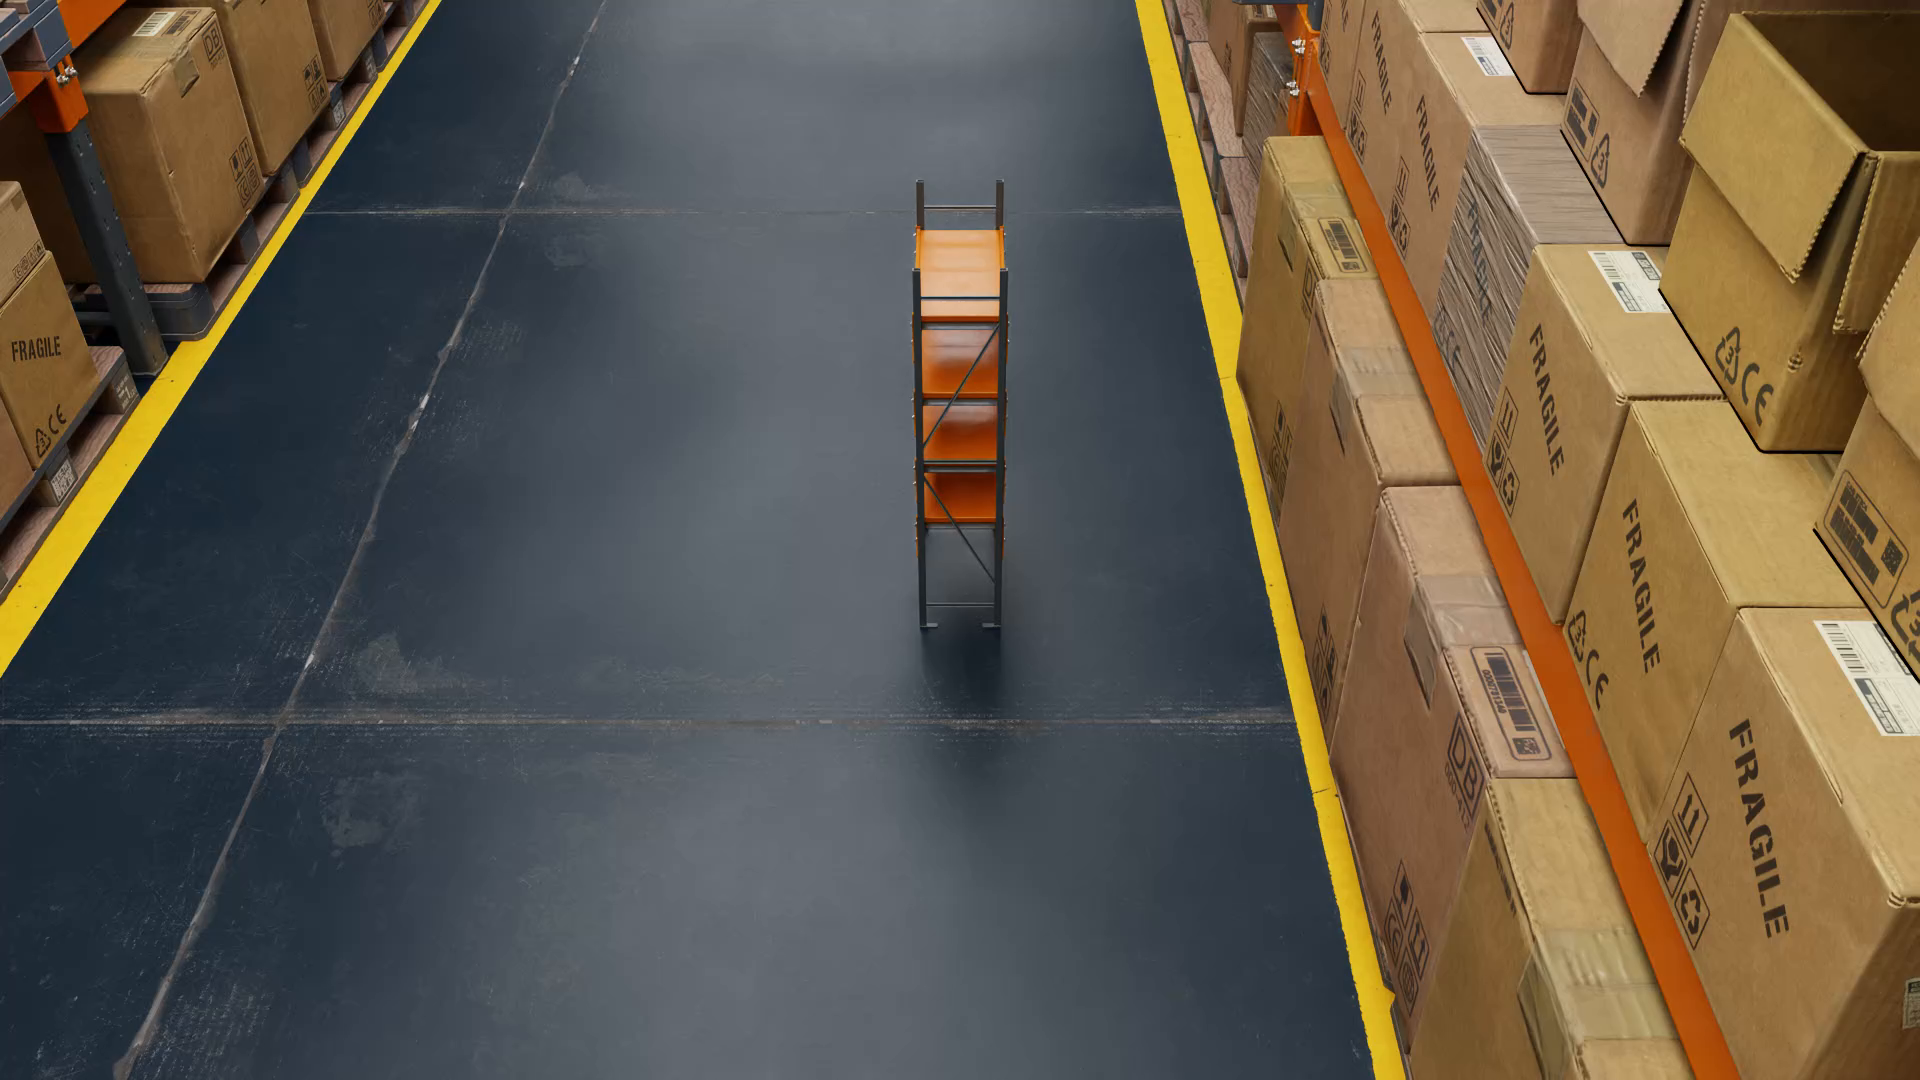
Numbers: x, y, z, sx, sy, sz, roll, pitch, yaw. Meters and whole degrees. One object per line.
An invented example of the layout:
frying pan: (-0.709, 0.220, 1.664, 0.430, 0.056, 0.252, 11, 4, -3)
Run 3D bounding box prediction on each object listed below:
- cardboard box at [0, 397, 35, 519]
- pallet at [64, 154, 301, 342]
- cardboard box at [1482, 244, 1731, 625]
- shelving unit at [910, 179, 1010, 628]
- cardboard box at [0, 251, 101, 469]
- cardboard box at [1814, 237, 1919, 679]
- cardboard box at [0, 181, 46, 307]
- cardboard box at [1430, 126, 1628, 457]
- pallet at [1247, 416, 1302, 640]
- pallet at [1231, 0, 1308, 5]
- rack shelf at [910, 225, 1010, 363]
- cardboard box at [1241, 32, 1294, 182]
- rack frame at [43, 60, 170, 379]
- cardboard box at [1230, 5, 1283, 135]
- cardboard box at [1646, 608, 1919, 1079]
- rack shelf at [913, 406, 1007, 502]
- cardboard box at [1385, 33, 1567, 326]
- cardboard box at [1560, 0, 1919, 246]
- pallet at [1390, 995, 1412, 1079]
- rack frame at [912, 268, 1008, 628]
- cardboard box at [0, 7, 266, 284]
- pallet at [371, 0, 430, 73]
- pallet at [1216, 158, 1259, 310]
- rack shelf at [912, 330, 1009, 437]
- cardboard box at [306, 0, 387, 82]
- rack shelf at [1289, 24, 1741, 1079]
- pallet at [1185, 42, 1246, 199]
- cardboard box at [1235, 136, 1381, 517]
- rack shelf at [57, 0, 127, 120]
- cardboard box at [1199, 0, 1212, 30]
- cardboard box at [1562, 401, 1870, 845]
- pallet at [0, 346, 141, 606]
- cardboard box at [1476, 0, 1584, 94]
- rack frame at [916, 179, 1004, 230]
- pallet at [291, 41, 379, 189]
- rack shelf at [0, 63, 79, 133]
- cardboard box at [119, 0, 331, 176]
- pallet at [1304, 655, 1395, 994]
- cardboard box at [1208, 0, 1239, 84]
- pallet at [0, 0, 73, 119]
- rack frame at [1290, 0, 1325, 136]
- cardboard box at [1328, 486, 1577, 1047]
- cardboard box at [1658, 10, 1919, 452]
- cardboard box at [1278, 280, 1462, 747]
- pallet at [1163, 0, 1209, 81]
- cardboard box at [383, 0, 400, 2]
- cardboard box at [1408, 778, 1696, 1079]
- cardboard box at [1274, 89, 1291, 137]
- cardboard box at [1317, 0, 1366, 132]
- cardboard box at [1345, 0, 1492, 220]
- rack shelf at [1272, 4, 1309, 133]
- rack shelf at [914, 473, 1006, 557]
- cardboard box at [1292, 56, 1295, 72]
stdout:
cardboard box: (-3.125, -0.242, 4.817, 0.500, 0.500, 0.500, 1, 39, 2)
pallet: (-3.310, -1.195, 6.572, 1.003, 0.211, 1.213, 0, 39, 0)
cardboard box: (1.306, -0.196, 3.016, 0.500, 0.500, 0.500, 0, 39, -1)
shelving unit: (0.000, -0.365, 4.746, 0.258, 1.200, 0.503, 0, 39, 0)
cardboard box: (-3.122, -0.567, 5.222, 0.500, 0.500, 0.500, 0, 39, 0)
cardboard box: (1.571, -0.059, 2.042, 0.797, 0.503, 0.637, -1, 39, -1)
cardboard box: (-3.121, -0.843, 4.967, 0.500, 0.250, 0.500, -1, 39, -1)
cardboard box: (1.310, -0.510, 3.407, 0.500, 0.500, 0.500, 0, 39, 0)
pallet: (1.501, -0.149, 5.267, 1.003, 0.211, 1.213, 0, 39, 0)
pallet: (1.468, -2.101, 5.626, 1.213, 0.211, 1.003, 0, 39, 0)
rack shelf: (0.000, -0.671, 4.500, 0.258, 0.148, 0.480, 0, 39, 0)
cardboard box: (1.542, -1.692, 6.610, 0.700, 0.500, 0.500, -3, 39, -4)
rack frame: (-3.384, -1.790, 5.085, 1.000, 3.000, 0.127, 0, 39, 0)
cardboard box: (1.534, -2.047, 7.053, 0.700, 0.500, 0.500, 3, 39, 4)
cardboard box: (1.307, 0.440, 2.222, 0.500, 0.500, 0.500, 0, 39, 0)
rack shelf: (0.000, -0.312, 4.788, 0.258, 0.148, 0.480, 0, 39, 0)
cardboard box: (1.311, -0.822, 3.797, 0.500, 0.500, 0.500, -1, 39, -1)
cardboard box: (1.566, -0.877, 3.063, 0.797, 0.503, 0.637, 1, 39, 1)
pallet: (1.504, 1.377, 3.363, 1.003, 0.211, 1.213, 0, 39, 0)
rack frame: (0.000, -0.212, 4.555, 0.240, 1.200, 0.015, 0, 39, 0)
cardboard box: (-3.295, -1.457, 6.132, 1.050, 0.750, 0.750, -1, 39, -1)
pallet: (-3.313, -2.721, 8.476, 1.003, 0.211, 1.213, 0, 39, 0)
pallet: (1.576, -1.131, 6.492, 1.003, 0.211, 1.213, 0, 39, 0)
rack shelf: (0.000, -0.487, 4.648, 0.258, 0.148, 0.480, 0, 39, 0)
cardboard box: (-3.301, -2.586, 7.541, 1.050, 0.750, 0.750, 0, 39, 0)
rack shelf: (1.578, -0.199, 3.675, 1.077, 0.370, 4.000, 0, 39, 0)
pallet: (1.578, -1.892, 7.442, 1.003, 0.211, 1.213, 0, 39, 0)
cardboard box: (1.556, -0.633, 5.005, 1.225, 0.875, 0.875, -2, 39, -2)
rack shelf: (-3.387, -2.760, 6.870, 1.077, 0.370, 4.000, 0, 39, 0)
cardboard box: (1.532, -2.746, 7.924, 0.700, 0.500, 0.500, 0, 39, 0)
cardboard box: (1.313, 0.130, 2.609, 0.500, 0.500, 0.500, 1, 39, 1)
pallet: (-3.385, -0.213, 5.347, 1.003, 0.211, 1.213, 0, 39, 0)
cardboard box: (1.558, -1.296, 3.586, 0.797, 0.503, 0.637, 1, 39, 1)
rack frame: (0.000, -0.517, 4.936, 0.240, 1.200, 0.015, 0, 39, 0)
pallet: (-3.308, -1.956, 7.522, 1.003, 0.211, 1.213, 0, 39, 0)
rack shelf: (-3.382, -0.258, 3.749, 1.077, 0.370, 4.000, 0, 39, 0)
cardboard box: (-3.299, -2.003, 6.814, 1.050, 0.750, 0.750, 1, 39, 1)
pallet: (1.500, 0.612, 4.317, 1.003, 0.211, 1.213, 0, 39, 0)
cardboard box: (1.533, -2.396, 7.488, 0.700, 0.500, 0.500, -3, 39, -4)
pallet: (-3.277, -1.269, 4.589, 1.213, 0.211, 1.003, 0, 39, 0)
rack frame: (1.576, -1.730, 5.010, 1.000, 3.000, 0.127, 0, 39, 0)
cardboard box: (1.558, 0.477, 3.619, 1.225, 0.875, 0.875, -1, 39, -2)
cardboard box: (1.582, -0.488, 2.578, 0.797, 0.503, 0.637, 0, 39, 0)
cardboard box: (1.549, -0.076, 4.309, 1.225, 0.875, 0.875, 0, 39, 0)
pallet: (1.574, -2.657, 8.396, 1.003, 0.211, 1.213, 0, 39, 0)
cardboard box: (-3.298, -3.189, 8.294, 1.050, 0.750, 0.750, 0, 39, 0)
cardboard box: (1.560, 1.036, 2.922, 1.225, 0.875, 0.875, 0, 39, 0)
cardboard box: (1.555, -1.345, 6.177, 0.700, 0.500, 0.500, -2, 39, -2)
cardboard box: (1.304, -1.465, 4.600, 0.500, 0.500, 0.500, 1, 39, 1)
cardboard box: (1.307, -1.143, 4.197, 0.500, 0.500, 0.500, -1, 39, -1)
rack shelf: (1.573, -2.700, 6.796, 1.077, 0.370, 4.000, 0, 39, 0)
rack shelf: (0.000, -0.157, 4.912, 0.258, 0.148, 0.480, 0, 39, 0)
cardboard box: (1.534, -1.970, 6.357, 0.500, 0.250, 0.500, 4, 39, 5)
